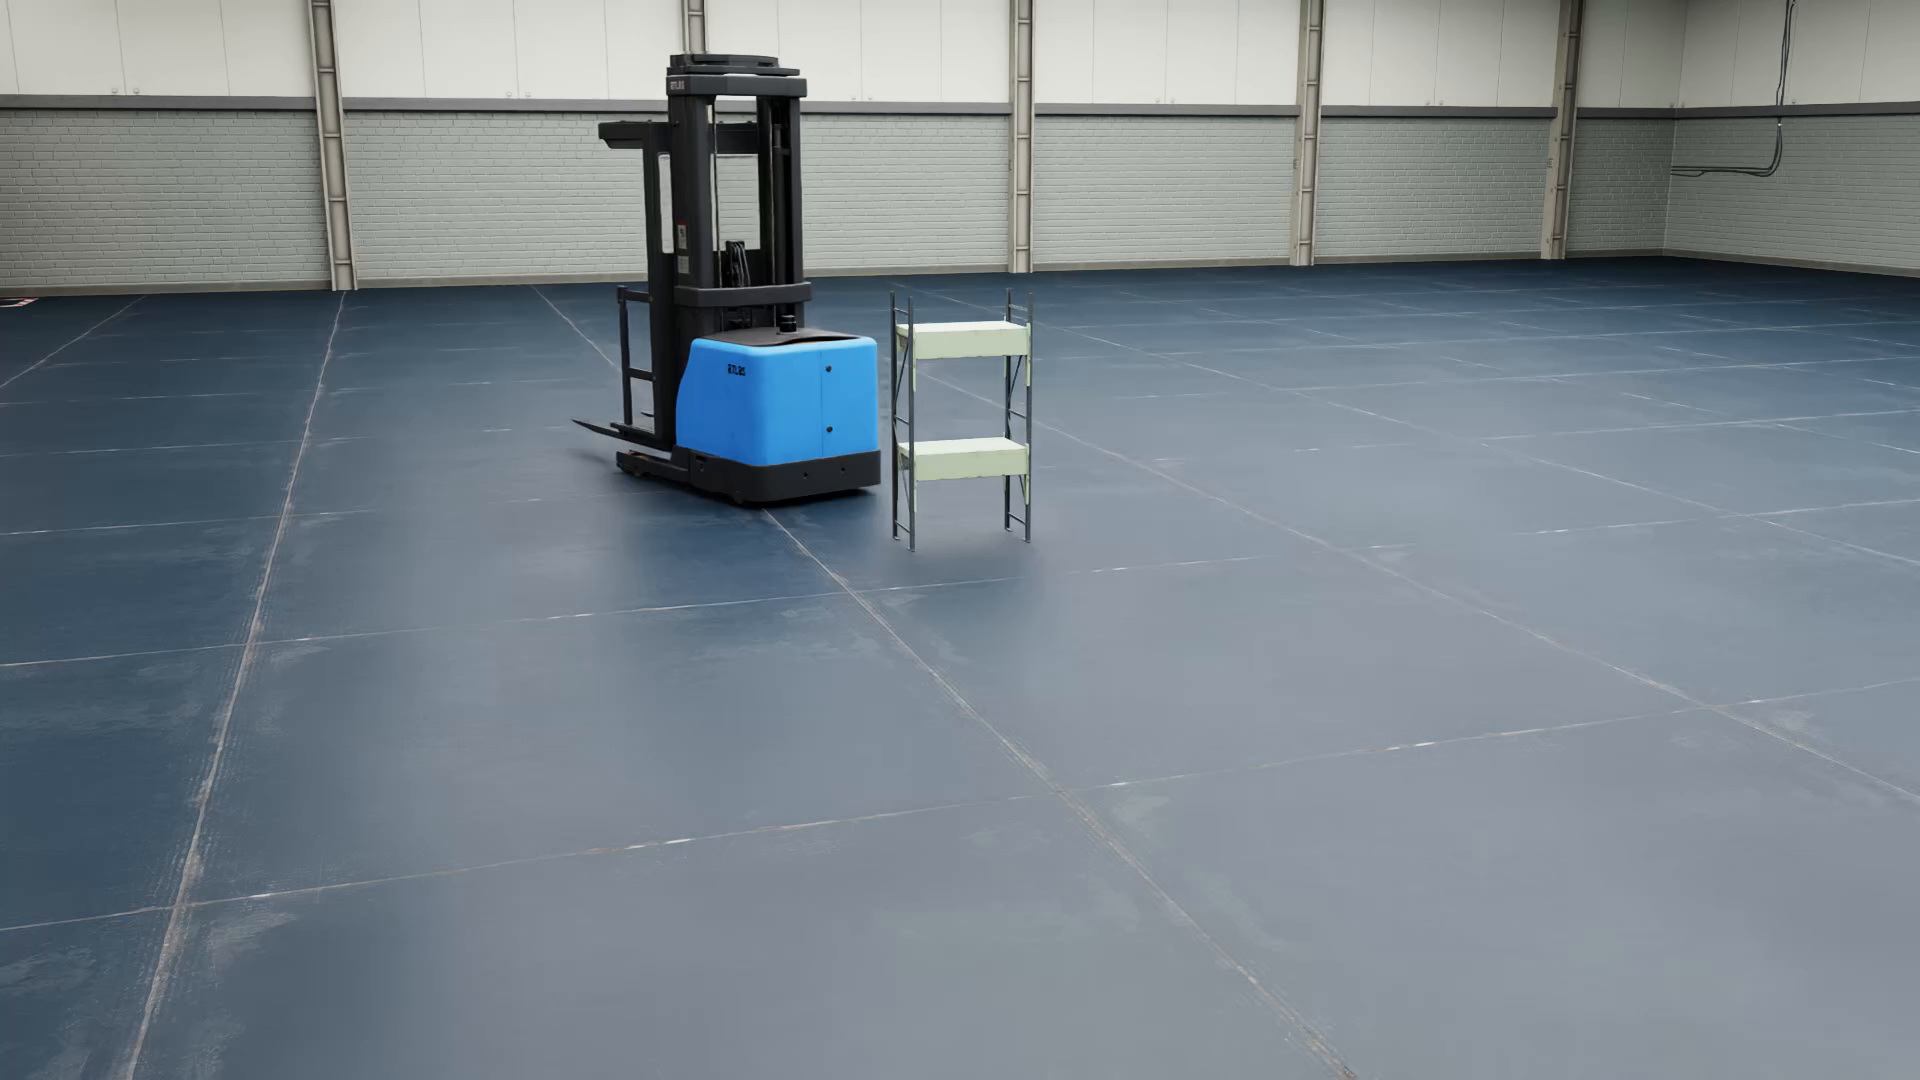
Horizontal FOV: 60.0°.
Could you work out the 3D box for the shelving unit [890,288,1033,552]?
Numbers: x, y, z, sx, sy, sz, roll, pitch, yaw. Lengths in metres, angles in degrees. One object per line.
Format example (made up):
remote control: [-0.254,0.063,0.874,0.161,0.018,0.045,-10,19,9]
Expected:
shelving unit: [0.006,-0.730,9.971,0.755,1.500,0.431,-4,14,-18]

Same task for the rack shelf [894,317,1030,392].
rack shelf: [0.006,-1.110,9.881,0.720,0.370,0.431,-4,14,-18]

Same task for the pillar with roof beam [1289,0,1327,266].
pillar with roof beam: [8.198,-8.935,28.258,0.400,9.000,9.100,-4,14,-18]

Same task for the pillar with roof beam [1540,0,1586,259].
pillar with roof beam: [13.884,-9.377,30.120,0.400,9.000,9.100,-4,14,-18]

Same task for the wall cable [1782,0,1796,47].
wall cable: [16.588,-10.602,31.064,0.112,2.526,3.097,-4,14,-18]

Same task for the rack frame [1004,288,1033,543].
rack frame: [0.353,-0.757,10.085,0.023,1.500,0.400,-4,14,-18]

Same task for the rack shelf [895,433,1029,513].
rack shelf: [0.006,-0.413,10.047,0.720,0.370,0.431,-4,14,-18]

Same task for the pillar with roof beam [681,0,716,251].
pillar with roof beam: [-3.176,-8.049,24.535,0.400,9.000,9.100,-4,14,-18]

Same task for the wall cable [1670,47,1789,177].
wall cable: [15.725,-8.738,34.143,0.112,2.526,3.097,-4,14,-18]

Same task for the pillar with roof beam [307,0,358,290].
pillar with roof beam: [-8.862,-7.606,22.673,0.400,9.000,9.100,-4,14,-18]

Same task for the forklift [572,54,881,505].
forklift: [-1.865,-1.942,11.971,1.130,2.935,3.031,-11,17,-38]

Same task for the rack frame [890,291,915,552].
rack frame: [-0.341,-0.703,9.858,0.023,1.500,0.400,-4,14,-18]

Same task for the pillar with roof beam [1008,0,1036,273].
pillar with roof beam: [2.511,-8.492,26.396,0.400,9.000,9.100,-4,14,-18]
